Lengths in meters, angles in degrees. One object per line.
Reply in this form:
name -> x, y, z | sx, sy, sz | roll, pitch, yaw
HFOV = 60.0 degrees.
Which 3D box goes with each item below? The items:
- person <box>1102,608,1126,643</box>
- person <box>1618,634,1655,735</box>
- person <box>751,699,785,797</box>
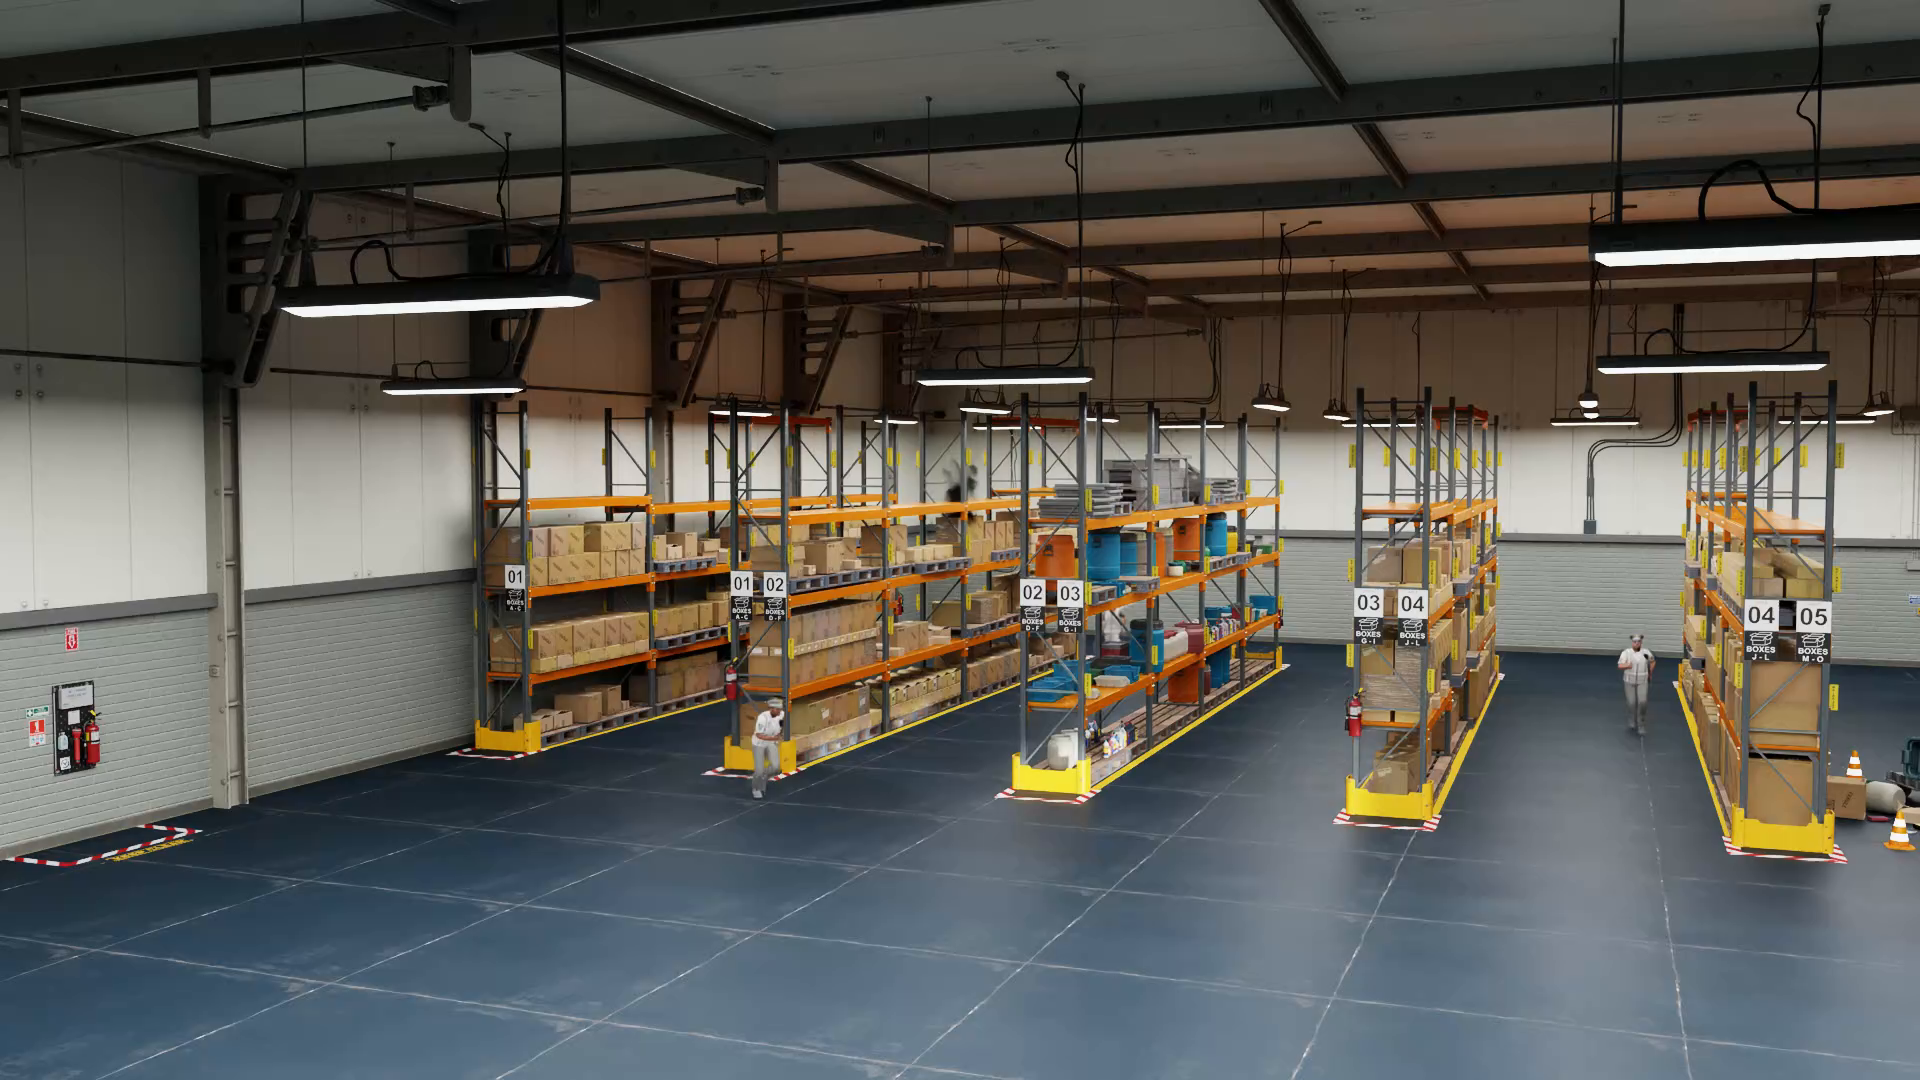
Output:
person -> 3.519, 2.216, 38.790 | 0.635, 1.833, 0.813 | 1, 3, 12
person -> 12.406, 2.636, 30.501 | 0.640, 1.845, 0.755 | 1, 3, 21
person -> -2.784, 3.057, 24.496 | 0.592, 1.514, 0.851 | -2, 4, -38
